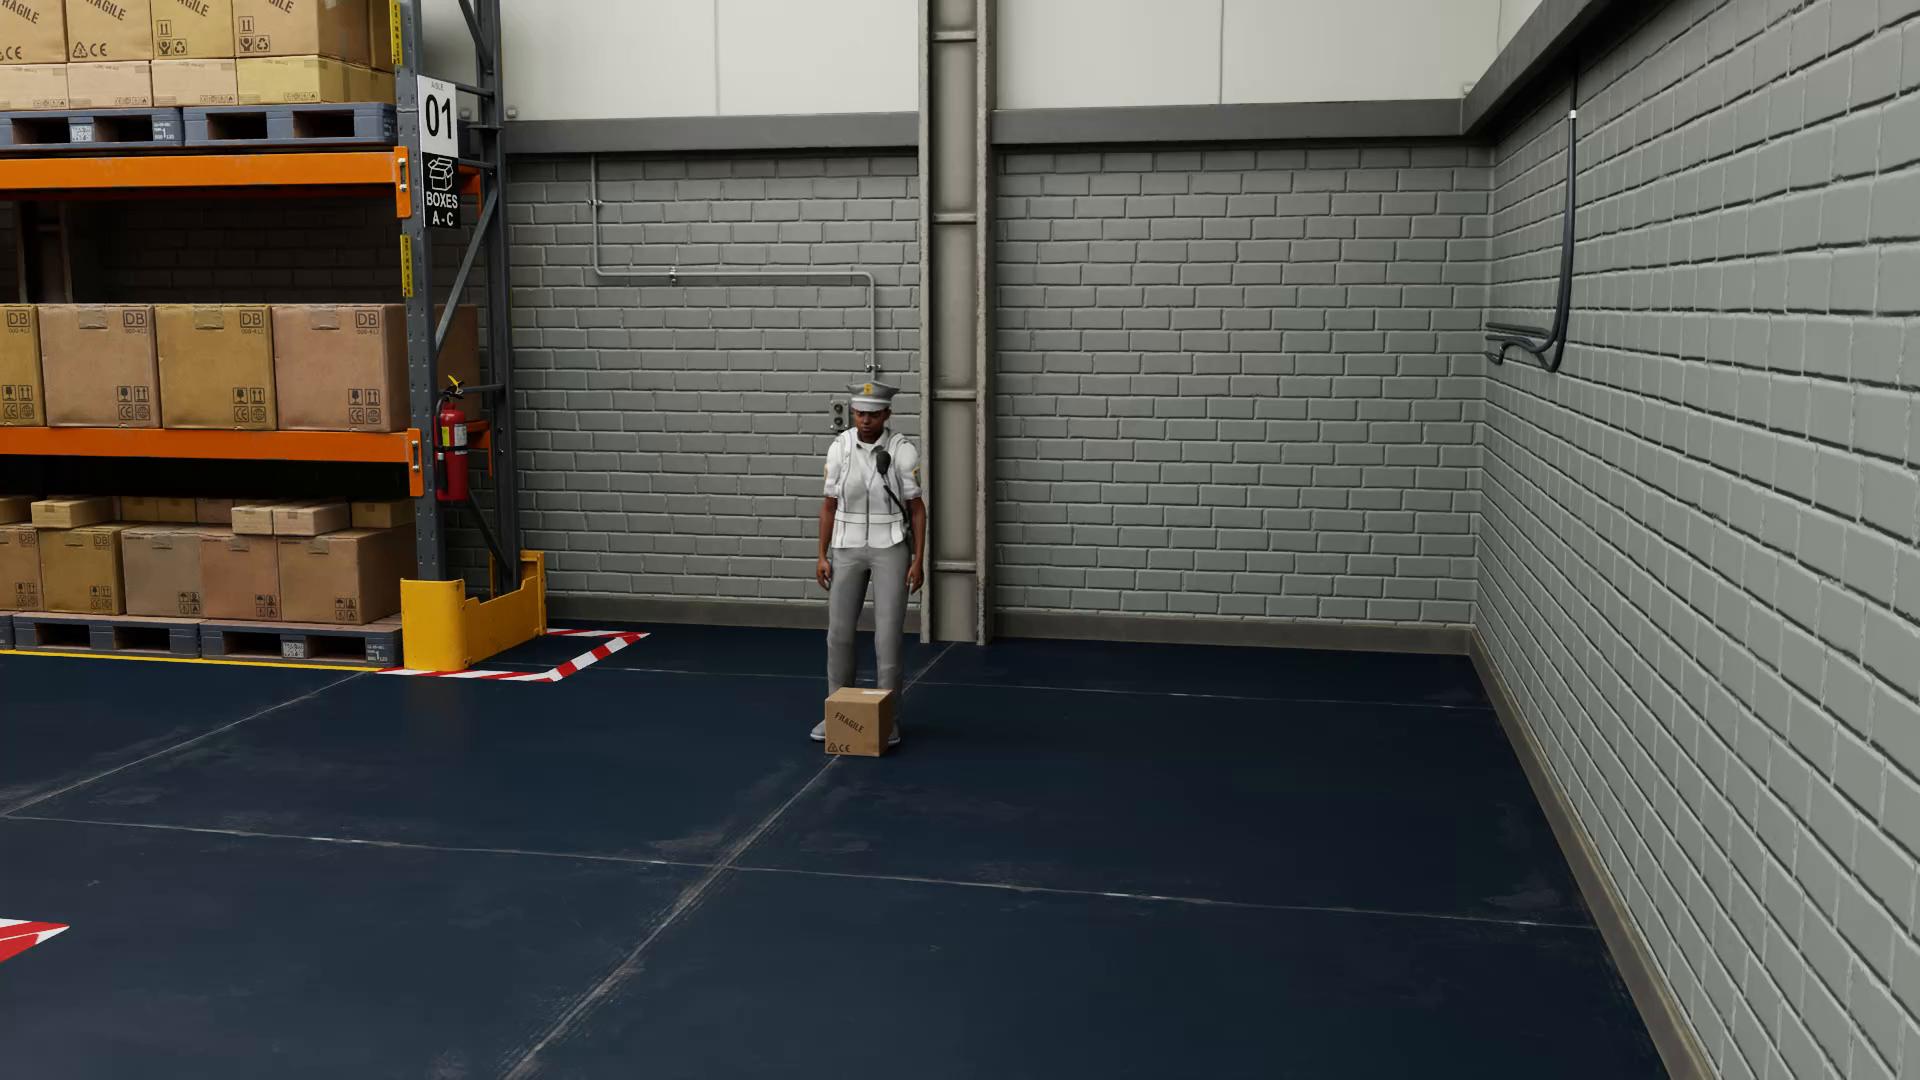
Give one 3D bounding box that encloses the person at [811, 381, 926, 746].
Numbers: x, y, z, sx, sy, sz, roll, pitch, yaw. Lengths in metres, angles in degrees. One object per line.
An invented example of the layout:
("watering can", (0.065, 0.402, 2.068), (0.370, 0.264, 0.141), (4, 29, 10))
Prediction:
("person", (-0.420, 0.097, 7.647), (0.525, 1.657, 0.418), (1, 8, 9))
